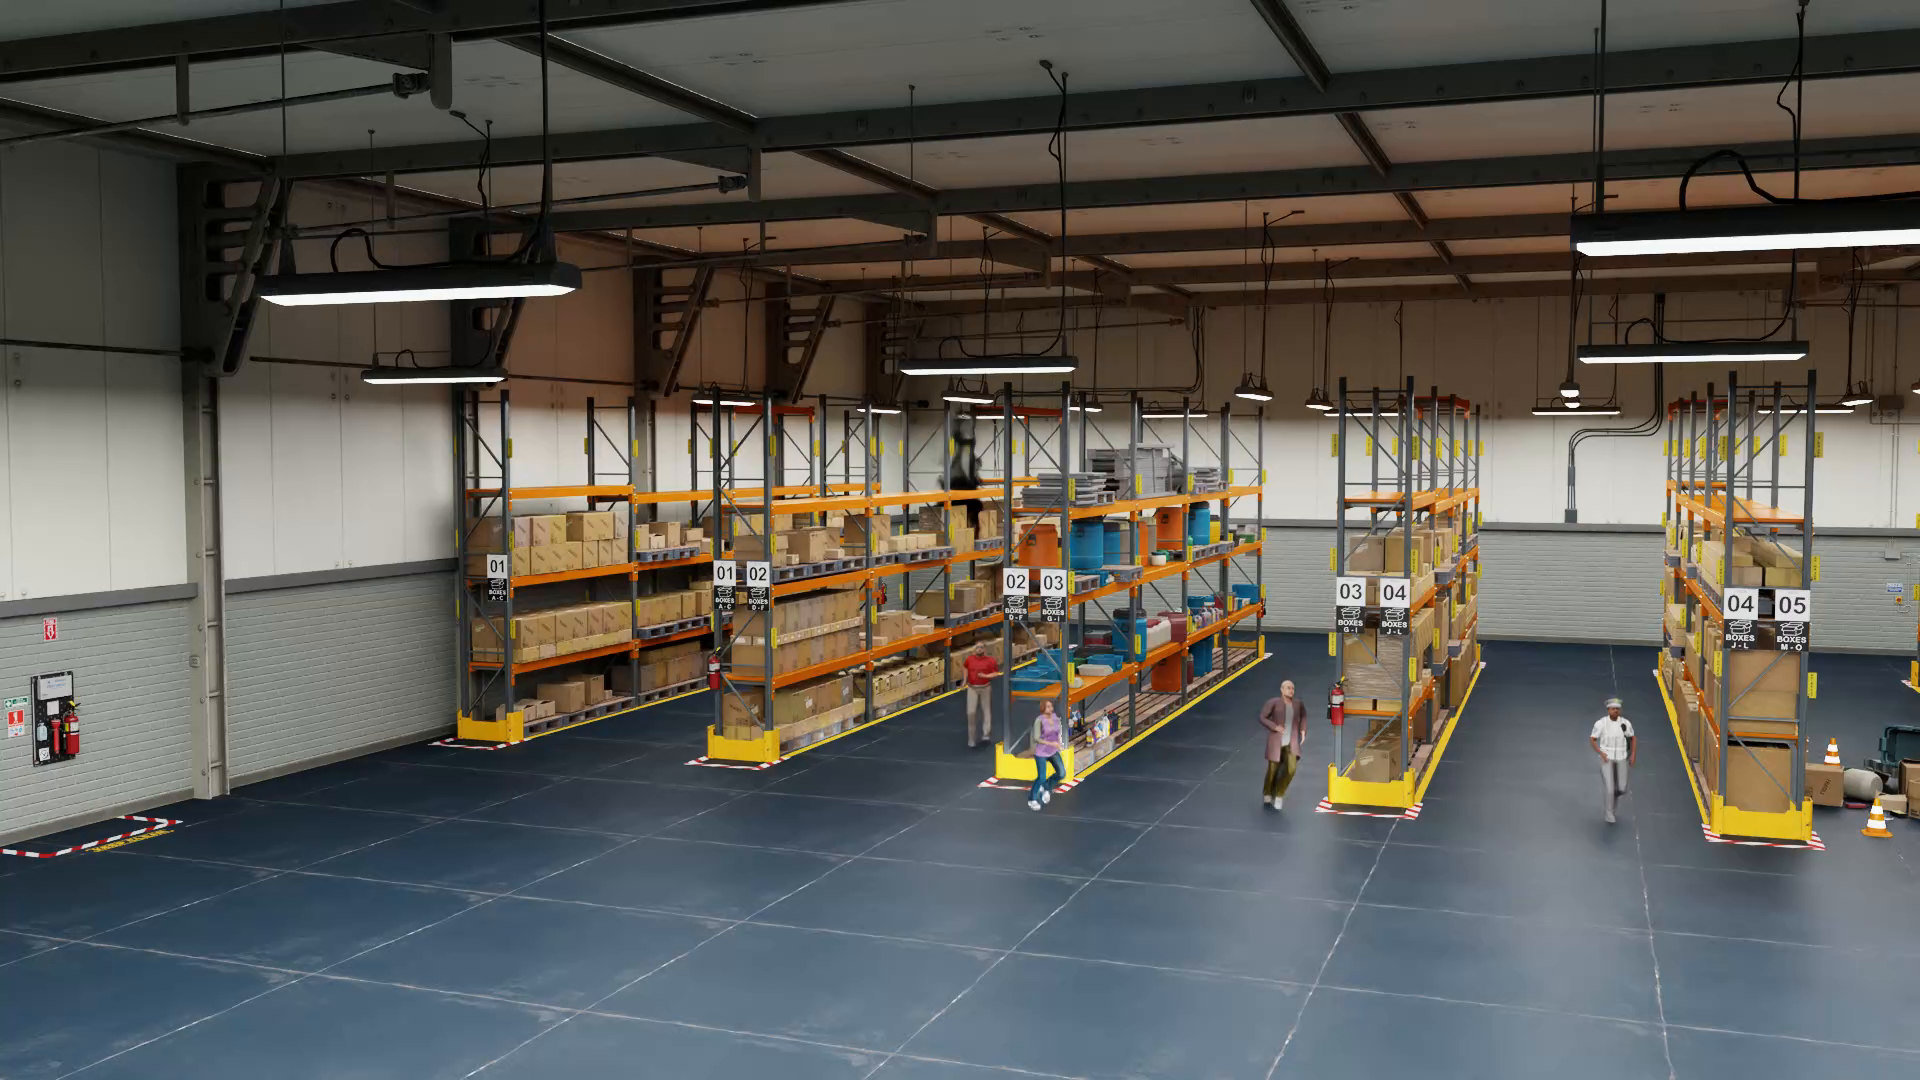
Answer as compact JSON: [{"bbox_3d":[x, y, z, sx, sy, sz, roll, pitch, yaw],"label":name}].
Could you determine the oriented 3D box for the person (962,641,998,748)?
[{"bbox_3d":[0.336,2.605,28.079,0.634,1.803,0.789,0,3,7],"label":"person"}]

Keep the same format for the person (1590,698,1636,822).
[{"bbox_3d":[8.806,2.946,22.420,0.616,1.656,0.566,0,3,6],"label":"person"}]

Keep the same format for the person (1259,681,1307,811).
[{"bbox_3d":[4.518,2.847,23.160,0.744,1.783,0.731,0,3,-4],"label":"person"}]

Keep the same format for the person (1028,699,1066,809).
[{"bbox_3d":[1.226,2.953,22.927,0.562,1.554,0.720,-2,4,-33],"label":"person"}]
